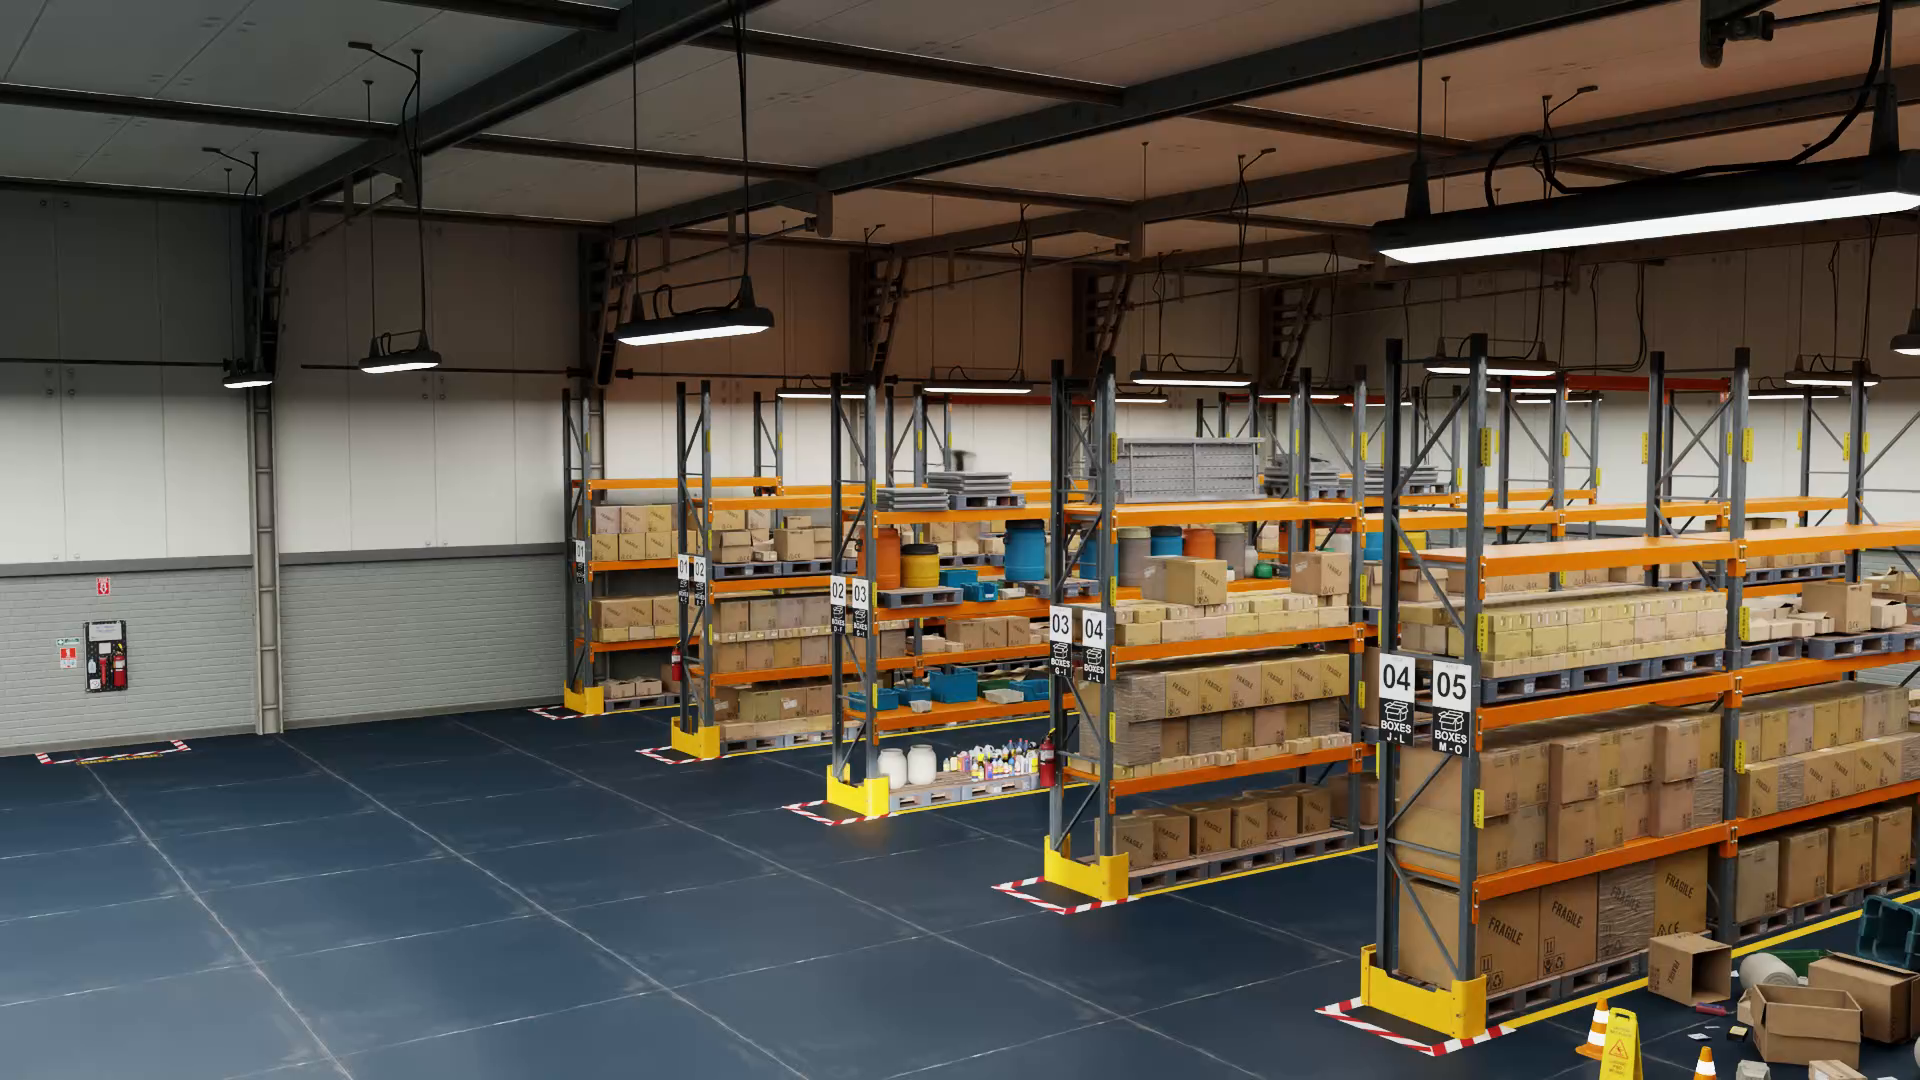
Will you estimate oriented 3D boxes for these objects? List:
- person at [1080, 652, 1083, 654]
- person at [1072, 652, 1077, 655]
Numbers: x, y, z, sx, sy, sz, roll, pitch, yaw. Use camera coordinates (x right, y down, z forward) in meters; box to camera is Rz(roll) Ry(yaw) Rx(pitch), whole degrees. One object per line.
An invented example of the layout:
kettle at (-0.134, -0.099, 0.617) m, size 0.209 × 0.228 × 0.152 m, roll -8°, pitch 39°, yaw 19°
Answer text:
person at (2.528, 2.172, 33.568) m, size 0.722 × 1.653 × 0.901 m, roll 3°, pitch 5°, yaw 43°
person at (2.495, 2.054, 34.570) m, size 0.776 × 1.766 × 0.645 m, roll -2°, pitch 4°, yaw -27°
